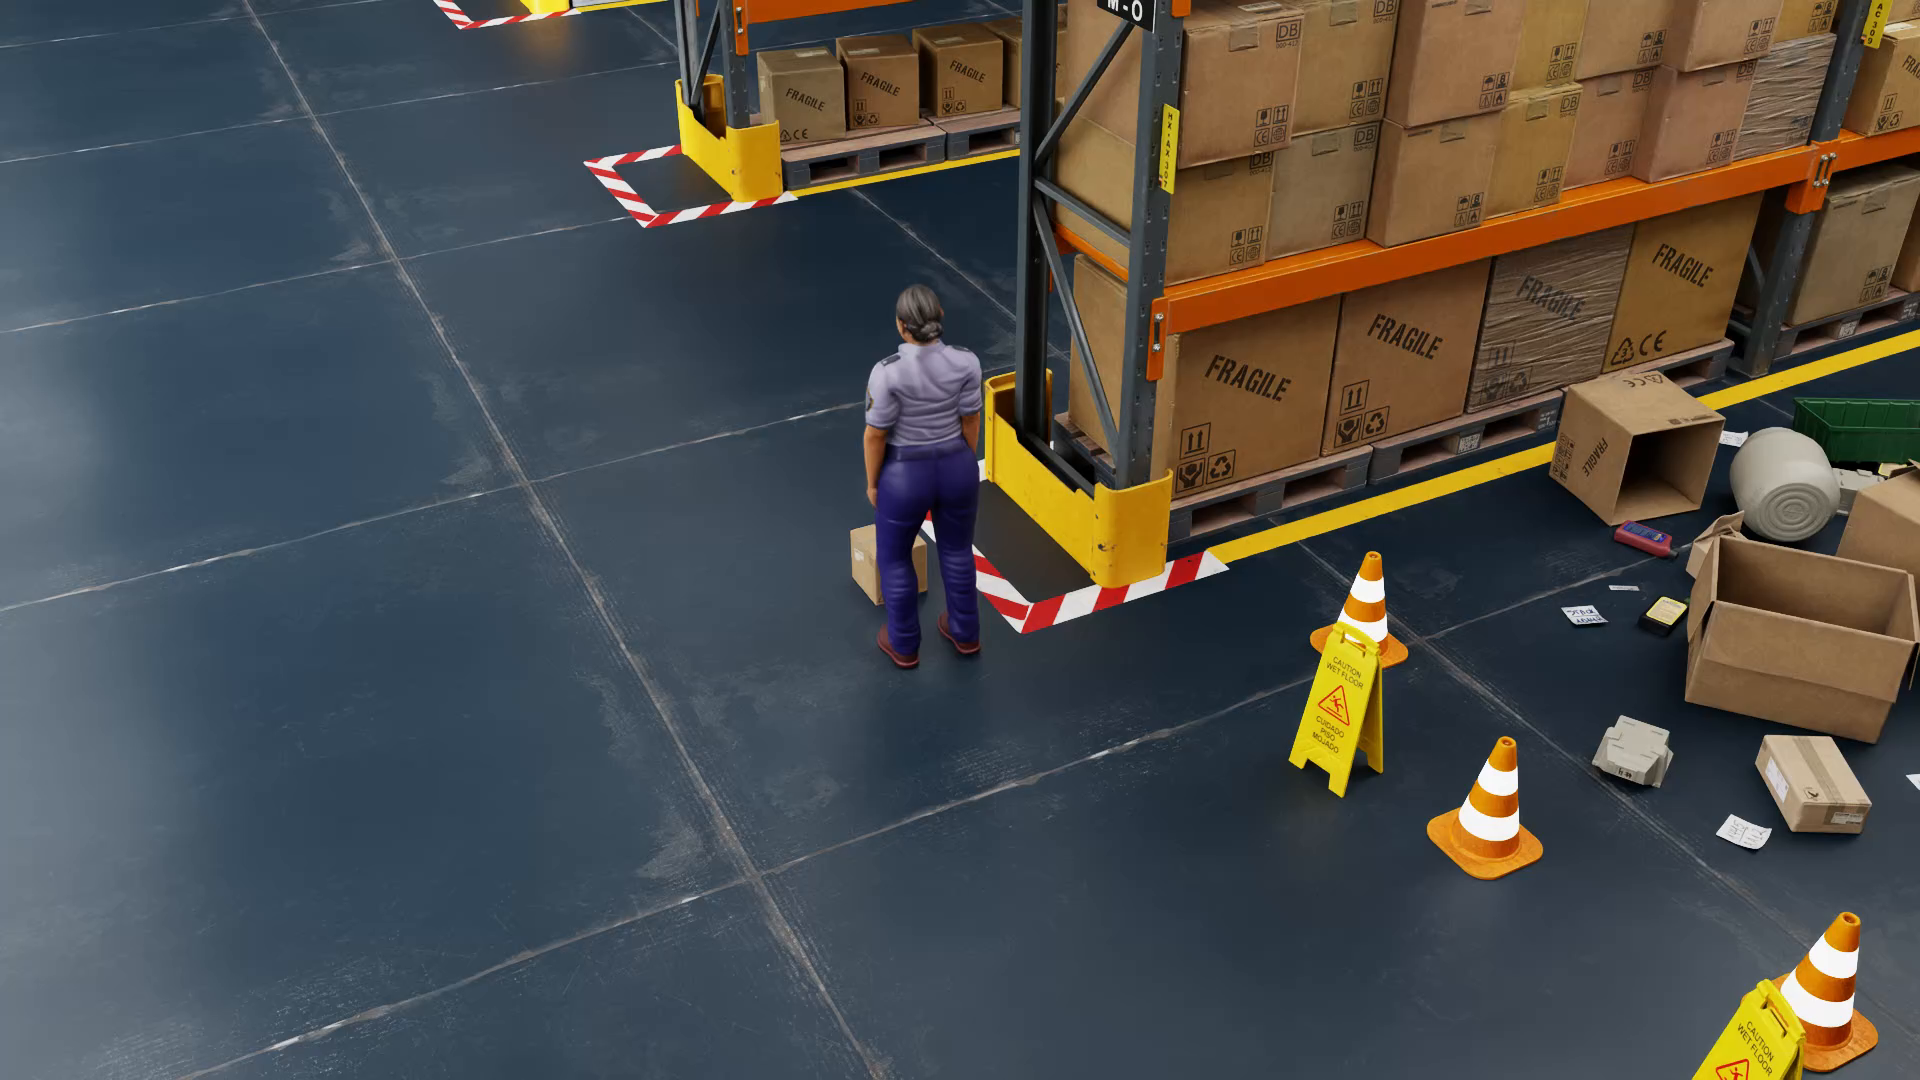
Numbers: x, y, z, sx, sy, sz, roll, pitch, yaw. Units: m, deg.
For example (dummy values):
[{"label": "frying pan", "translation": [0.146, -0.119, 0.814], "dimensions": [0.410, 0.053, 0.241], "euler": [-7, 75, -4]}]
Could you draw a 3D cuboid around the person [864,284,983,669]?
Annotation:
[{"label": "person", "translation": [-0.154, -0.243, 6.531], "dimensions": [0.469, 1.645, 0.342], "euler": [-12, 35, -18]}]
